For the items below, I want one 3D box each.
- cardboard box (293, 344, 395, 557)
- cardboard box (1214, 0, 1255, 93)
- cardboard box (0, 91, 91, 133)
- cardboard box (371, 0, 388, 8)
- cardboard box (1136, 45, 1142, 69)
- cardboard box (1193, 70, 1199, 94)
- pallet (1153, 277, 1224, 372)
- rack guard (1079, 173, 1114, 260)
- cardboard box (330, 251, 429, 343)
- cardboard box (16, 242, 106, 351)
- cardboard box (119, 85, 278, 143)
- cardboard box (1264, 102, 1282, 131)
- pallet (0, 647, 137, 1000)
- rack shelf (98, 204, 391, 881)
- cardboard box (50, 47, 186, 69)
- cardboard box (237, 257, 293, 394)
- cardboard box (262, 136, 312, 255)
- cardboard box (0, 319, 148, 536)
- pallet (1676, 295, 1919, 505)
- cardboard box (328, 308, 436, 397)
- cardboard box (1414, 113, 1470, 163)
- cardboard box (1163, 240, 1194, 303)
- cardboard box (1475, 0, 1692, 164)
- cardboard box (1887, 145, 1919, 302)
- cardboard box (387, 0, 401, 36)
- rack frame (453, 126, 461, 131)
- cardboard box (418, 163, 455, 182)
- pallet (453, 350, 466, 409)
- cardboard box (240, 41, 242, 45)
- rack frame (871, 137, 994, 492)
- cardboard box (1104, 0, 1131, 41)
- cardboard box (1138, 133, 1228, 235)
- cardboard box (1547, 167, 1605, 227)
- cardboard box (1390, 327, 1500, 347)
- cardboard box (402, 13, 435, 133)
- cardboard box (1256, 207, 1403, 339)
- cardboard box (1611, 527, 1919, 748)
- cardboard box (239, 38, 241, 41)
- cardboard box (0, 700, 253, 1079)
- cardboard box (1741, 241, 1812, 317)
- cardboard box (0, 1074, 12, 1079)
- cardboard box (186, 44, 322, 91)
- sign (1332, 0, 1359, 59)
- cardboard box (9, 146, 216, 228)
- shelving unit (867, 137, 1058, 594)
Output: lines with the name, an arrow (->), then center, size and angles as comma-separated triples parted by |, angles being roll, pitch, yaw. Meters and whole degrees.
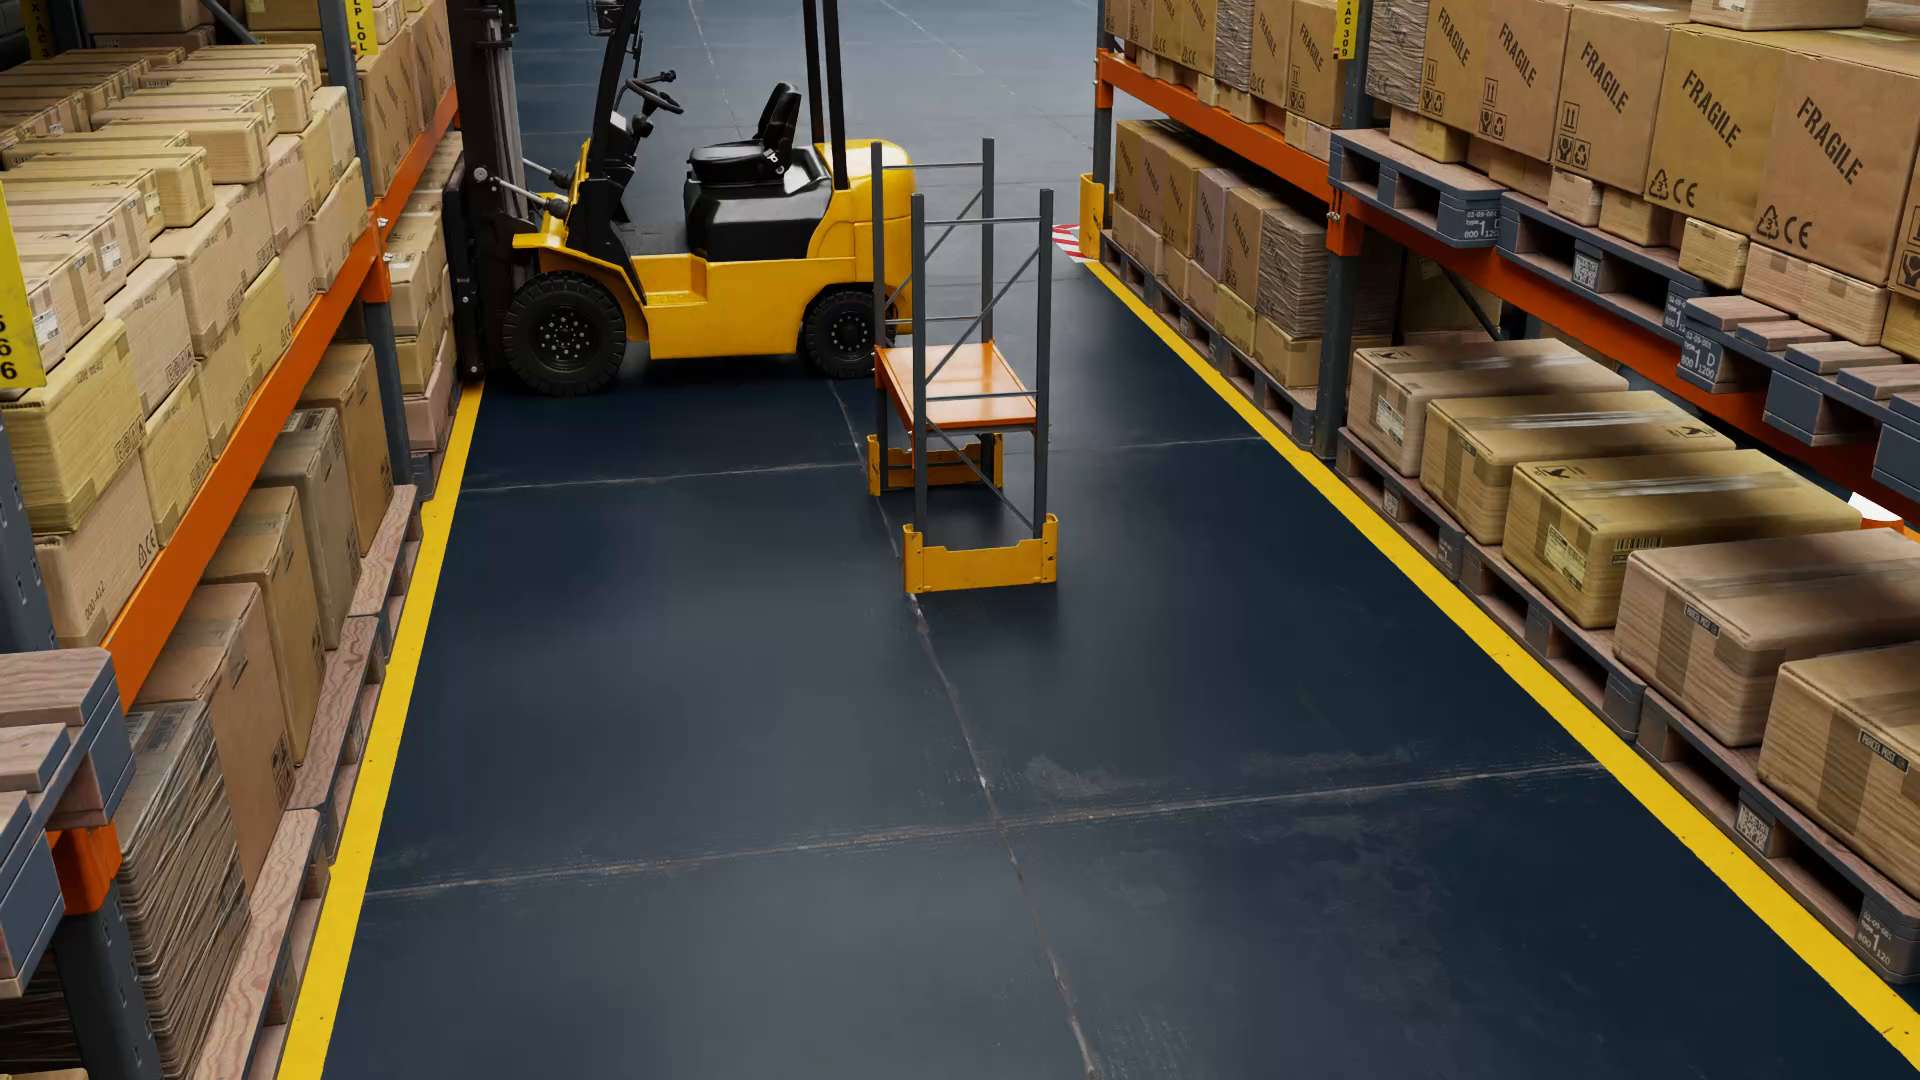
cardboard box -> -2.646, -0.322, 6.181 | 0.875, 0.625, 0.625 | -3, 24, -7
cardboard box -> 1.595, -2.535, 8.309 | 0.500, 0.500, 0.500 | -4, 24, -8
cardboard box -> -2.767, -1.204, 4.824 | 0.380, 0.149, 0.250 | -4, 24, -10
cardboard box -> -2.661, -2.353, 7.083 | 0.380, 0.149, 0.250 | -4, 24, -9
cardboard box -> 1.273, -2.891, 9.936 | 0.380, 0.149, 0.250 | -5, 24, -11
cardboard box -> 1.484, -2.483, 9.002 | 0.380, 0.149, 0.250 | -5, 24, -11
pallet -> 1.736, -1.255, 9.360 | 1.003, 0.211, 1.213 | -4, 24, -10
rack guard -> 1.398, -2.189, 11.136 | 1.175, 0.500, 0.348 | -4, 24, -10
cardboard box -> -2.535, -1.026, 7.013 | 0.500, 0.250, 0.500 | -5, 24, -11
cardboard box -> -1.834, -0.444, 3.082 | 0.380, 0.149, 0.250 | -4, 24, -9
cardboard box -> -2.248, -1.245, 4.918 | 0.380, 0.149, 0.250 | -5, 24, -11
cardboard box -> 1.708, -2.084, 8.088 | 0.380, 0.149, 0.250 | -5, 24, -10
pallet -> -1.820, 0.501, 2.095 | 1.213, 0.211, 1.003 | -4, 24, -10
rack shelf -> -2.384, -0.305, 4.600 | 1.077, 0.370, 4.000 | -4, 24, -10
cardboard box -> -2.899, -1.611, 5.755 | 0.380, 0.149, 0.250 | -5, 24, -11
cardboard box -> -2.140, -0.577, 4.510 | 0.500, 0.250, 0.500 | -4, 24, -8
cardboard box -> -2.221, -1.005, 4.865 | 0.500, 0.250, 0.500 | -4, 24, -9
cardboard box -> -1.831, -0.203, 3.030 | 0.500, 0.250, 0.500 | -4, 24, -10
pallet -> 2.627, -0.402, 4.162 | 1.213, 0.211, 1.003 | -4, 24, -10
cardboard box -> -2.540, -0.796, 7.112 | 0.500, 0.250, 0.500 | -4, 24, -10
cardboard box -> 1.953, -1.528, 6.291 | 0.380, 0.149, 0.250 | -4, 24, -9
cardboard box -> 1.462, -1.544, 9.447 | 0.500, 0.250, 0.500 | -3, 24, -6
cardboard box -> 2.100, -1.567, 5.569 | 0.500, 0.500, 0.500 | -4, 24, -10
cardboard box -> 2.506, -0.750, 3.698 | 0.500, 0.500, 0.500 | -5, 24, -11
cardboard box -> -2.699, -2.318, 7.374 | 0.380, 0.149, 0.250 | -5, 24, -10
rack frame -> -3.493, -2.995, 9.860 | 1.000, 3.000, 0.127 | -4, 24, -10
cardboard box -> -2.898, -1.829, 8.853 | 0.500, 0.250, 0.500 | -4, 24, -9
pallet -> -3.089, -0.941, 8.640 | 1.003, 0.211, 1.213 | -4, 24, -10
cardboard box -> -3.191, -1.821, 7.046 | 0.500, 0.500, 0.500 | -4, 24, -9
rack frame -> -0.110, -0.921, 6.984 | 0.500, 1.500, 0.032 | -4, 24, -10
cardboard box -> 1.199, -3.339, 10.151 | 0.500, 0.500, 0.500 | -5, 24, -11
cardboard box -> 1.367, -2.088, 9.756 | 0.500, 0.500, 0.500 | -5, 24, -12
cardboard box -> 2.129, -1.112, 5.338 | 0.380, 0.149, 0.250 | -3, 24, -8
cardboard box -> 2.280, -0.975, 8.145 | 0.500, 0.250, 0.500 | -5, 24, -12
cardboard box -> -2.859, -2.264, 8.060 | 0.500, 0.500, 0.500 | -4, 24, -9
cardboard box -> 1.751, -1.279, 7.906 | 0.500, 0.500, 0.500 | -5, 24, -10
cardboard box -> 2.624, 0.282, 5.115 | 0.950, 0.372, 0.625 | -5, 24, -11
cardboard box -> -3.273, -2.172, 7.040 | 0.380, 0.149, 0.250 | -4, 24, -9
cardboard box -> -2.116, 0.801, 3.610 | 0.875, 0.625, 0.625 | -4, 24, -8
cardboard box -> 2.321, -0.702, 4.398 | 0.380, 0.149, 0.250 | -5, 24, -12
cardboard box -> -1.674, 0.983, 2.540 | 0.380, 0.149, 0.250 | -5, 24, -12
cardboard box -> -2.472, -1.647, 5.838 | 0.380, 0.149, 0.250 | -3, 24, -8
sign -> 1.592, -2.144, 6.830 | 0.100, 0.325, 0.005 | -4, 24, -10
cardboard box -> -2.033, -0.846, 4.003 | 0.380, 0.149, 0.250 | -4, 24, -9
shelving unit -> -0.014, -0.717, 6.518 | 0.587, 1.500, 1.083 | -4, 24, -10
